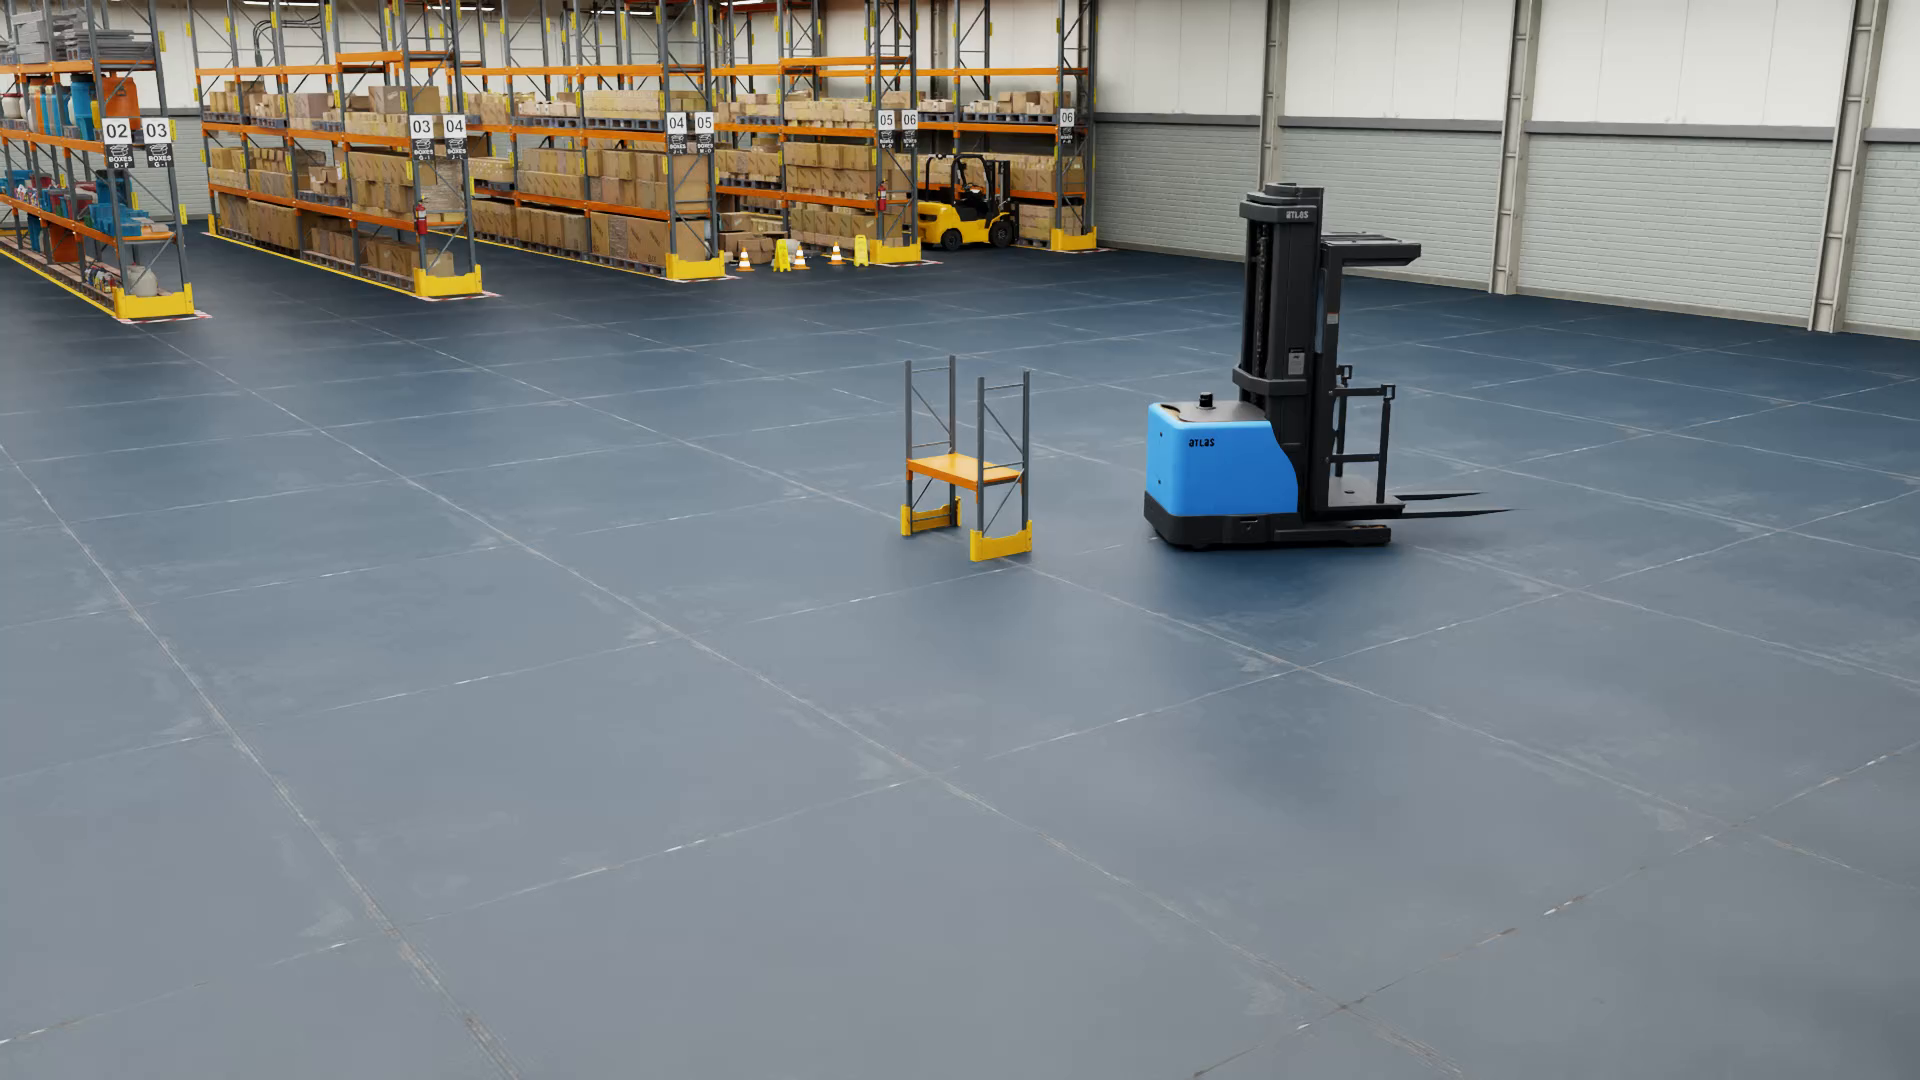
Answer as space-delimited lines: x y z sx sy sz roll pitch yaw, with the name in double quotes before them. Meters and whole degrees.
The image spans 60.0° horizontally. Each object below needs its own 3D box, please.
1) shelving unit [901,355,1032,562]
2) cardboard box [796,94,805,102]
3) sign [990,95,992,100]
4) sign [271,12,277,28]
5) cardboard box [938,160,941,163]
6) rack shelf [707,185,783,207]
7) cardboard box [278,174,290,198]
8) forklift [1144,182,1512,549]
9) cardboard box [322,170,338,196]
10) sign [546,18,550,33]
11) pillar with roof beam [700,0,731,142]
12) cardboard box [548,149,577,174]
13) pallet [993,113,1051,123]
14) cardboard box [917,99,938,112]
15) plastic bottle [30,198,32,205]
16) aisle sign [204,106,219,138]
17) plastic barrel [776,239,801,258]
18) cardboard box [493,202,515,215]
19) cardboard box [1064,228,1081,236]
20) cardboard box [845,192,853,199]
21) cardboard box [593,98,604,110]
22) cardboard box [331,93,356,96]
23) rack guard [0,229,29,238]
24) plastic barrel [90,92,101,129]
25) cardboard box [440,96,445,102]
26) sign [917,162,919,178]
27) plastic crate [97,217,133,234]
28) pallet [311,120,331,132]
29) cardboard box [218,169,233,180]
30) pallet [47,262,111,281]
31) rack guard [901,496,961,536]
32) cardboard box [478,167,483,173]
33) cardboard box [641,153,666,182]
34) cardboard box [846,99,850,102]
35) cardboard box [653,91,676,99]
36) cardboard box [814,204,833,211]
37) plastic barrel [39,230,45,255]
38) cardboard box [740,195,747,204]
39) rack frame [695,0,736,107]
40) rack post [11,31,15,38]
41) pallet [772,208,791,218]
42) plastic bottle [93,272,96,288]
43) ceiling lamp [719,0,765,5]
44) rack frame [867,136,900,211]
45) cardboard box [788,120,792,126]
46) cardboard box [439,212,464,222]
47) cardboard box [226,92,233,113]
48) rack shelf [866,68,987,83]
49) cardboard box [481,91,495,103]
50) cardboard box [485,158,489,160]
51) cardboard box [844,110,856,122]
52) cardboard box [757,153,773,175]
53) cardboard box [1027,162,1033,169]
"shelving unit" 0.045 -0.707 13.819 0.587 1.500 1.083 -11 19 -35
"cardboard box" -4.033 -10.474 39.522 0.500 0.250 0.500 -11 19 -36
"sign" 0.749 -10.956 41.613 0.100 0.325 0.005 -11 19 -35
"sign" -14.527 -11.014 35.201 0.100 0.325 0.005 -11 19 -35
"cardboard box" -0.348 -9.648 42.225 0.380 0.149 0.250 -11 19 -35
"rack shelf" -4.888 -8.444 40.609 1.077 0.370 4.000 -11 19 -35
"cardboard box" -14.859 -7.903 37.078 0.500 0.500 0.500 -11 19 -35
"forklift" 3.166 -1.493 13.979 3.031 2.935 1.130 -2 15 -7
"cardboard box" -12.822 -7.434 34.565 0.797 0.503 0.637 -9 18 -29
"sign" -9.562 -11.936 38.570 0.100 0.325 0.005 -11 19 -35
"pillar with roof beam" -11.094 -14.639 50.515 9.100 9.000 0.548 -11 19 -35
"cardboard box" -8.850 -8.535 37.496 0.700 0.500 0.500 -11 19 -35
"pallet" 1.536 -10.101 39.785 1.003 0.211 1.213 -11 19 -35
"cardboard box" -0.773 -11.071 42.344 0.500 0.311 0.500 -12 19 -36
"plastic bottle" -19.259 -7.058 34.557 0.097 0.201 0.097 0 15 0
"aisle sign" -19.069 -10.611 42.239 0.394 0.787 0.004 -11 19 -35
"plastic barrel" -3.800 -6.473 36.926 0.512 0.421 0.421 1 15 4
"cardboard box" -10.929 -7.998 40.137 0.500 0.250 0.500 -11 19 -34
"cardboard box" 2.522 -7.293 39.452 0.500 0.250 0.500 -11 19 -34
"cardboard box" -2.301 -7.581 36.567 0.380 0.149 0.250 -10 18 -34
"cardboard box" -7.298 -9.088 34.650 0.500 0.250 0.500 -11 19 -35
"cardboard box" -13.008 -9.137 34.960 0.500 0.500 0.500 -10 18 -34
"rack guard" -22.815 -7.417 40.228 1.175 0.500 0.348 -11 19 -35
"plastic barrel" -14.156 -7.167 27.745 0.600 0.588 0.600 0 15 0
"cardboard box" -12.929 -11.170 42.104 0.380 0.149 0.250 -10 18 -33
"sign" -0.922 -8.012 36.026 0.100 0.325 0.005 -11 19 -35
"plastic crate" -14.296 -5.331 28.154 0.499 0.251 0.408 -11 19 -35
"pallet" -12.617 -8.551 34.312 1.213 0.211 1.003 -11 19 -35
"cardboard box" -18.117 -9.097 41.353 0.500 0.250 0.500 -12 19 -36
"pallet" -17.662 -5.395 33.387 1.003 0.211 1.213 -11 19 -35
"rack guard" -0.248 -0.211 14.372 0.587 0.250 0.087 -11 19 -35
"cardboard box" -11.428 -8.963 40.259 0.380 0.149 0.250 -10 18 -33
"cardboard box" -5.890 -7.502 33.473 0.875 0.550 0.550 -11 19 -35
"cardboard box" -2.875 -11.910 45.191 0.380 0.149 0.250 -11 19 -35
"cardboard box" -5.778 -8.700 32.480 0.380 0.149 0.250 -11 19 -34
"cardboard box" -3.095 -7.545 37.723 0.380 0.149 0.250 -10 18 -31
"plastic barrel" -19.456 -6.364 35.561 0.421 0.512 0.421 0 15 0
"cardboard box" -6.472 -10.551 50.877 0.797 0.503 0.637 -12 19 -37
"rack frame" -6.064 -12.112 41.282 1.000 3.000 0.127 -11 19 -35
"rack post" -18.624 -10.205 33.338 0.624 0.289 0.986 -11 19 -35
"pallet" -4.806 -9.645 48.918 1.003 0.211 1.213 -11 19 -35
"plastic bottle" -15.421 -4.640 29.660 0.061 0.283 0.133 -10 18 -32
"ceiling lamp" -5.688 -16.033 44.550 0.800 3.185 2.000 -11 19 -35
"rack frame" -2.051 -9.989 44.892 1.000 3.000 0.127 -11 19 -35
"cardboard box" -3.728 -9.584 38.205 0.380 0.149 0.250 -11 19 -35
"cardboard box" -9.351 -5.948 30.604 0.380 0.149 0.250 -11 19 -35
"cardboard box" -17.253 -10.553 40.096 0.700 0.500 0.500 -10 18 -32
"rack shelf" -0.875 -11.916 42.688 1.077 0.370 4.000 -11 19 -35
"cardboard box" -11.230 -10.610 39.838 0.396 0.266 0.258 -11 19 -35
"cardboard box" -11.658 -9.483 41.594 0.380 0.149 0.250 -12 19 -36
"cardboard box" -2.163 -9.205 36.065 0.500 0.250 0.500 -11 19 -35
"cardboard box" -4.462 -8.927 39.462 0.500 0.500 0.500 -11 19 -34
"cardboard box" 1.808 -8.842 39.283 0.380 0.149 0.250 -11 19 -35
